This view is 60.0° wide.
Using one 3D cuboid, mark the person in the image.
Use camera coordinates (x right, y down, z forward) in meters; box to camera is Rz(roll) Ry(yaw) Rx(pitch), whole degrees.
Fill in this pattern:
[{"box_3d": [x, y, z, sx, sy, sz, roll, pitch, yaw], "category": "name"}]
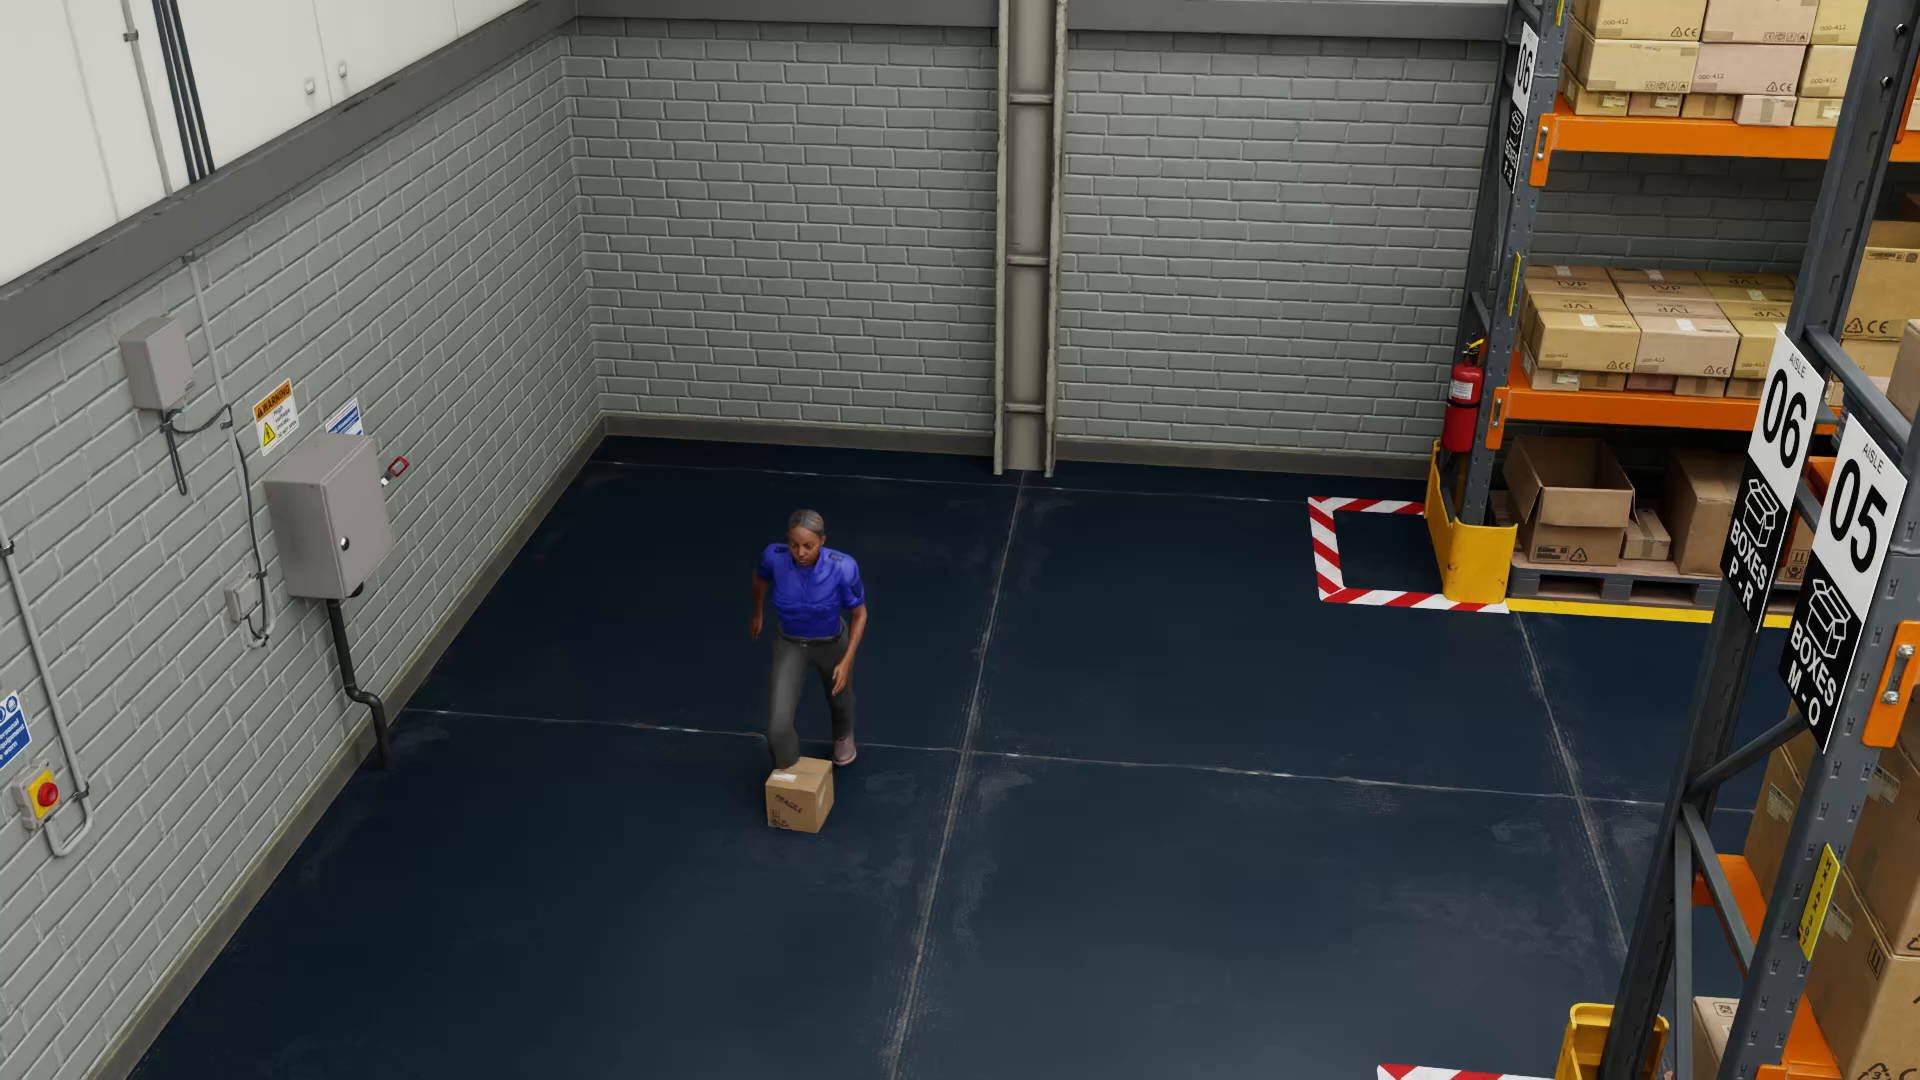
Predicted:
[{"box_3d": [-0.715, 0.501, 7.786, 0.590, 1.612, 0.791, 1, 29, 1], "category": "person"}]
